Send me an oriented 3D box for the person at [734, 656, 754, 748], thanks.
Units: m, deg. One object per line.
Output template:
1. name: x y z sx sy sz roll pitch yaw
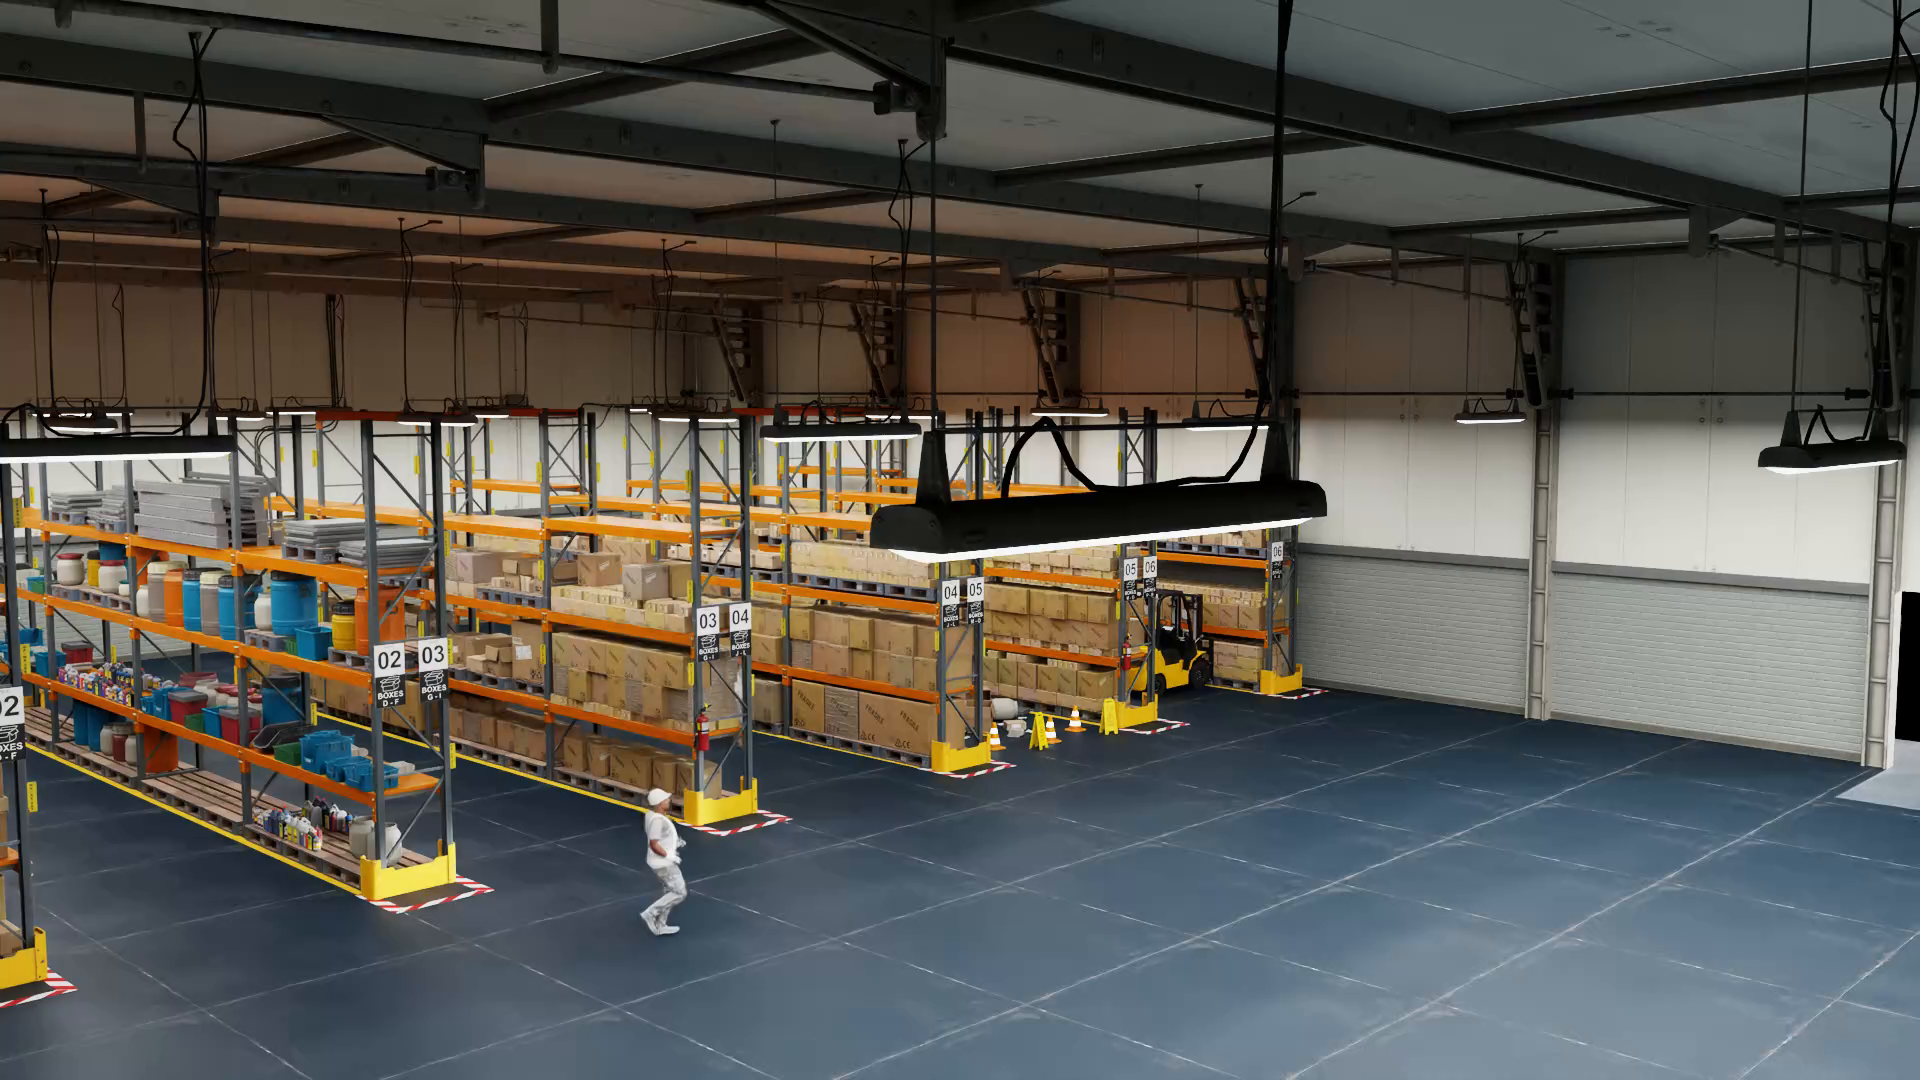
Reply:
1. person: -3.971 2.839 29.725 0.606 1.722 0.617 5 7 44

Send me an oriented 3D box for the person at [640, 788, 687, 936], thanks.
1. person: -3.445 3.747 19.368 0.612 1.734 0.678 -2 5 -22
